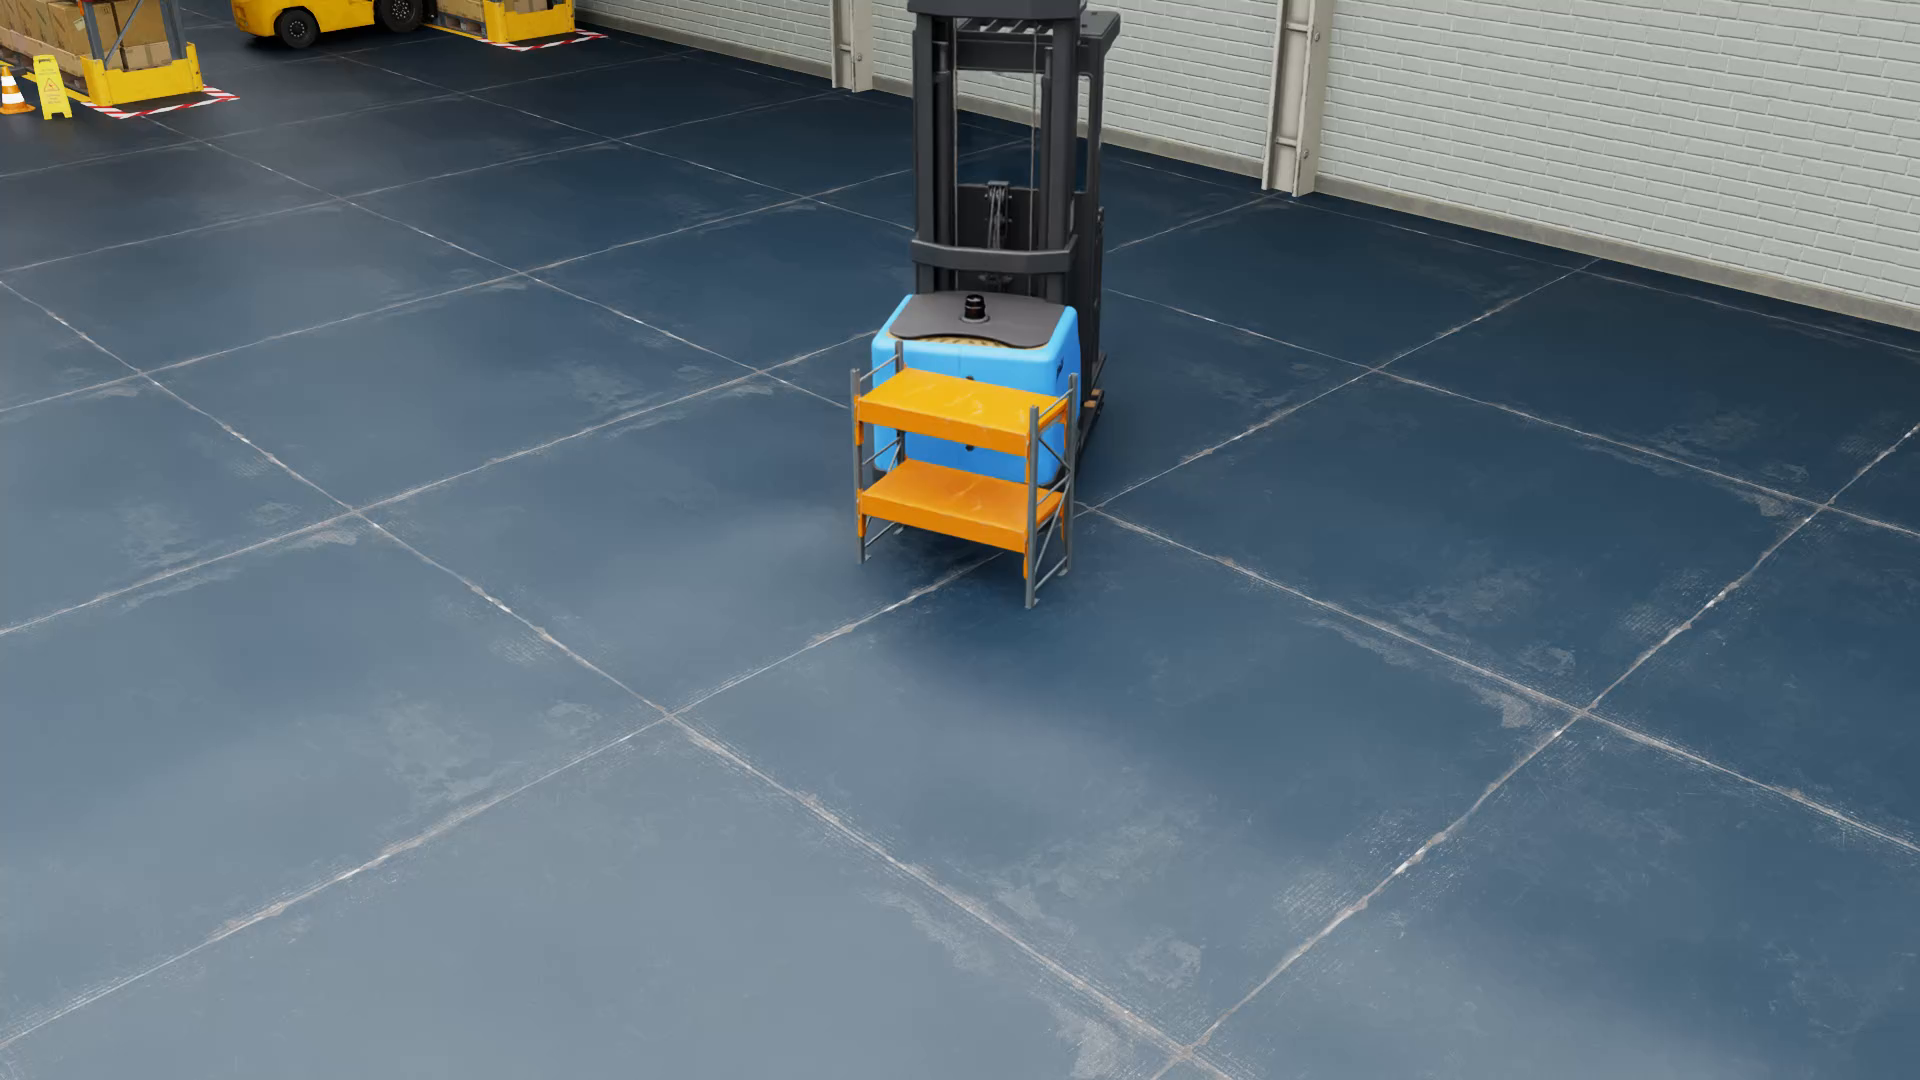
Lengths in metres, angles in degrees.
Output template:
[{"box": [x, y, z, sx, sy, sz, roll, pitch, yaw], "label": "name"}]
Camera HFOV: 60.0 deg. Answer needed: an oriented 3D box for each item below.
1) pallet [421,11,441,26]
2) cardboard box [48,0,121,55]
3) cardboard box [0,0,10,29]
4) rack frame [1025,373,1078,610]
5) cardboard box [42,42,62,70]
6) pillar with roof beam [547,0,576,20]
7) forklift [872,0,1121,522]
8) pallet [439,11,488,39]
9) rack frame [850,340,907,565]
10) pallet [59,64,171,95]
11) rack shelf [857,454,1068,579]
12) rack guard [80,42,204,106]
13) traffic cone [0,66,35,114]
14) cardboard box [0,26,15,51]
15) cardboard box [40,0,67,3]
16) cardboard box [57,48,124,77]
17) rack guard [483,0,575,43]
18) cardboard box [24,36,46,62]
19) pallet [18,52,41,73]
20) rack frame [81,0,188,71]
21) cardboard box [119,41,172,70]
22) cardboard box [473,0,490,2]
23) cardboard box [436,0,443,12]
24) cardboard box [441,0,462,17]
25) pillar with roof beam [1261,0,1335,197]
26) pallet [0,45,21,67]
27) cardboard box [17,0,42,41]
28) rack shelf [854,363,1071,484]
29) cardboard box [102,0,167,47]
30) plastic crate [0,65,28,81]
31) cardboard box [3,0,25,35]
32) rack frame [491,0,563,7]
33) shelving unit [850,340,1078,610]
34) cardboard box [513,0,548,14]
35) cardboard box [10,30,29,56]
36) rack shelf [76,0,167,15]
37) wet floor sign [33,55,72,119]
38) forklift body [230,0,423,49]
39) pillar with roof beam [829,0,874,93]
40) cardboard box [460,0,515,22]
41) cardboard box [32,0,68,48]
[{"box": [-7.085, -7.371, 23.042, 1.213, 0.211, 1.003, 25, 36, 38], "label": "pallet"}, {"box": [-9.876, -5.799, 18.753, 0.500, 0.500, 0.500, 25, 37, 39], "label": "cardboard box"}, {"box": [-11.352, -6.477, 20.041, 0.500, 0.500, 0.500, -24, 36, -37], "label": "cardboard box"}, {"box": [0.468, -0.244, 8.506, 0.032, 1.125, 0.500, 14, 31, 24], "label": "rack frame"}, {"box": [-10.250, -5.638, 19.253, 0.500, 0.250, 0.500, 25, 37, 39], "label": "cardboard box"}, {"box": [-8.527, -9.725, 18.076, 0.400, 9.000, 9.100, 25, 36, 38], "label": "pillar with roof beam"}, {"box": [0.324, -2.053, 10.005, 1.130, 2.935, 3.031, 6, 28, 11], "label": "forklift"}, {"box": [-6.219, -6.973, 22.285, 1.213, 0.211, 1.003, 25, 36, 38], "label": "pallet"}, {"box": [-0.431, -0.466, 8.927, 0.032, 1.125, 0.500, 14, 31, 24], "label": "rack frame"}, {"box": [-9.730, -5.391, 19.276, 1.213, 0.211, 1.003, 25, 36, 38], "label": "pallet"}, {"box": [0.019, -0.139, 8.830, 1.000, 0.278, 0.538, 14, 31, 24], "label": "rack shelf"}, {"box": [-9.176, -5.242, 18.682, 0.348, 0.500, 1.175, 25, 36, 38], "label": "rack guard"}, {"box": [-10.333, -4.913, 18.096, 0.334, 0.463, 0.336, 25, 36, 38], "label": "traffic cone"}, {"box": [-11.354, -6.145, 20.217, 0.500, 0.250, 0.500, -23, 35, -36], "label": "cardboard box"}, {"box": [-10.184, -6.184, 18.788, 0.380, 0.149, 0.250, -24, 36, -38], "label": "cardboard box"}, {"box": [-9.904, -5.475, 18.942, 0.500, 0.250, 0.500, 24, 36, 38], "label": "cardboard box"}, {"box": [-5.627, -6.858, 21.755, 0.348, 0.500, 1.175, 25, 36, 38], "label": "rack guard"}, {"box": [-10.627, -5.807, 19.575, 0.500, 0.250, 0.500, 23, 35, 37], "label": "cardboard box"}, {"box": [-10.596, -5.789, 20.032, 1.213, 0.211, 1.003, 25, 36, 38], "label": "pallet"}, {"box": [-9.122, -6.323, 18.053, 0.127, 3.000, 1.000, 25, 36, 38], "label": "rack frame"}, {"box": [-9.503, -5.647, 19.270, 0.500, 0.250, 0.500, 24, 36, 38], "label": "cardboard box"}, {"box": [-6.210, -7.217, 21.719, 0.500, 0.250, 0.500, 24, 36, 38], "label": "cardboard box"}, {"box": [-6.899, -7.321, 22.453, 0.500, 0.250, 0.500, -25, 37, -39], "label": "cardboard box"}, {"box": [-6.549, -7.155, 22.137, 0.500, 0.250, 0.500, 25, 36, 38], "label": "cardboard box"}, {"box": [0.030, -5.809, 10.629, 0.400, 9.000, 9.100, 25, 36, 38], "label": "pillar with roof beam"}, {"box": [-11.470, -6.187, 20.790, 1.213, 0.211, 1.003, 25, 36, 38], "label": "pallet"}, {"box": [-10.605, -6.135, 19.392, 0.500, 0.500, 0.500, 24, 36, 37], "label": "cardboard box"}, {"box": [0.019, -0.614, 8.580, 1.000, 0.278, 0.538, 14, 31, 24], "label": "rack shelf"}, {"box": [-9.520, -5.987, 19.110, 0.500, 0.500, 0.500, 23, 36, 37], "label": "cardboard box"}, {"box": [-11.429, -5.552, 19.723, 0.583, 0.080, 0.402, 12, 30, 22], "label": "plastic crate"}, {"box": [-10.984, -6.307, 19.719, 0.500, 0.500, 0.500, -23, 35, -37], "label": "cardboard box"}, {"box": [-5.644, -7.972, 21.188, 0.127, 3.000, 1.000, 25, 36, 38], "label": "rack frame"}, {"box": [0.019, -0.355, 8.717, 1.048, 1.125, 0.538, 14, 31, 24], "label": "shelving unit"}, {"box": [-5.857, -7.166, 22.158, 0.500, 0.250, 0.500, 25, 37, 39], "label": "cardboard box"}, {"box": [-10.974, -5.973, 19.889, 0.500, 0.250, 0.500, 24, 36, 38], "label": "cardboard box"}, {"box": [-10.548, -6.658, 19.461, 4.000, 0.370, 1.077, 25, 36, 38], "label": "rack shelf"}, {"box": [-9.736, -4.864, 17.808, 0.267, 0.644, 0.232, -13, 30, -22], "label": "wet floor sign"}, {"box": [-8.275, -7.610, 21.411, 1.214, 2.155, 2.313, 25, 36, 38], "label": "forklift body"}, {"box": [-4.249, -7.767, 14.352, 0.400, 9.000, 9.100, 25, 36, 38], "label": "pillar with roof beam"}, {"box": [-6.201, -6.989, 21.822, 0.500, 0.250, 0.500, 25, 37, 39], "label": "cardboard box"}, {"box": [-10.250, -5.968, 19.075, 0.500, 0.500, 0.500, -24, 36, -37], "label": "cardboard box"}]
